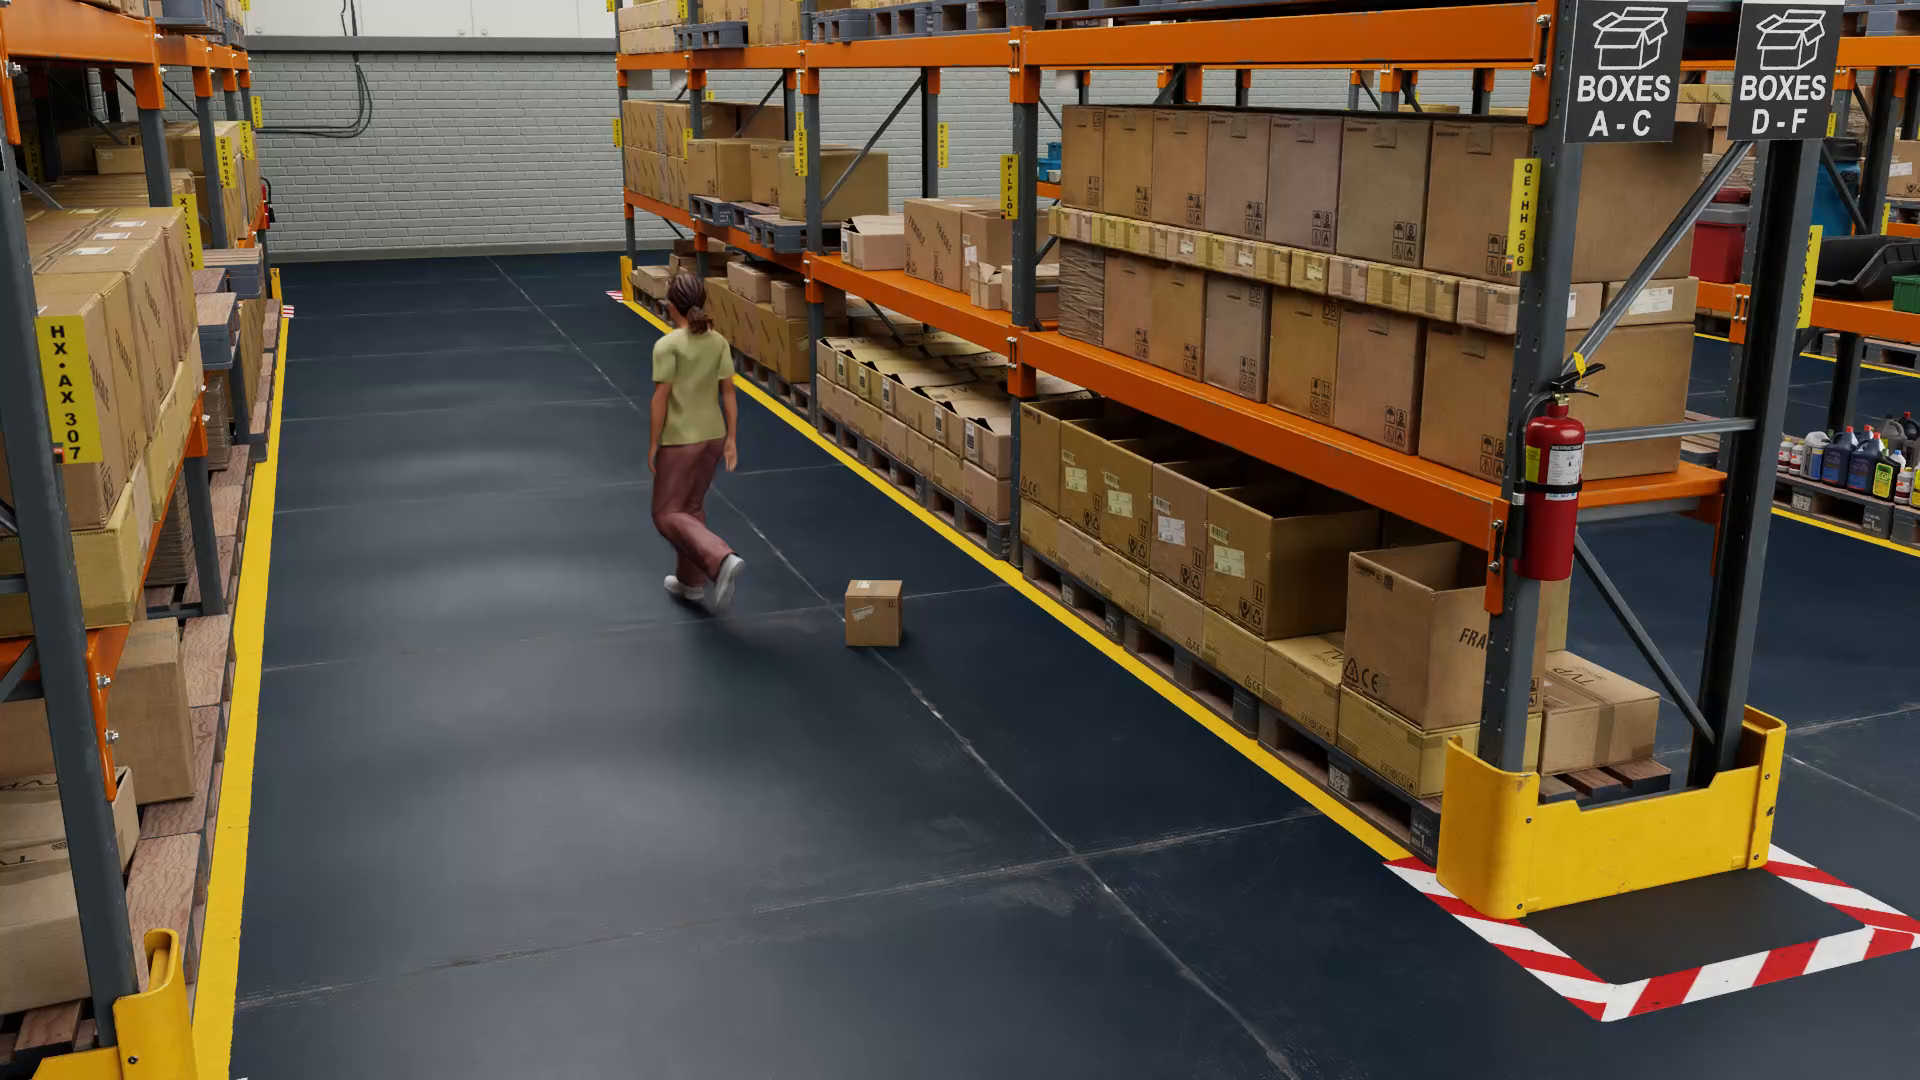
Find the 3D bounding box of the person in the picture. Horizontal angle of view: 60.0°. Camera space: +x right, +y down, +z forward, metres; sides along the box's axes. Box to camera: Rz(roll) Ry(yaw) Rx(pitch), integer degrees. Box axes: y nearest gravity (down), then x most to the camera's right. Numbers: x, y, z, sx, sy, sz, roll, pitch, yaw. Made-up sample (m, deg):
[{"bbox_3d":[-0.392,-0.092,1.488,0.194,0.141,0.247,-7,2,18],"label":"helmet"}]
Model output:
[{"bbox_3d":[-1.282,-0.469,8.134,0.749,1.646,0.451,14,21,40],"label":"person"}]
